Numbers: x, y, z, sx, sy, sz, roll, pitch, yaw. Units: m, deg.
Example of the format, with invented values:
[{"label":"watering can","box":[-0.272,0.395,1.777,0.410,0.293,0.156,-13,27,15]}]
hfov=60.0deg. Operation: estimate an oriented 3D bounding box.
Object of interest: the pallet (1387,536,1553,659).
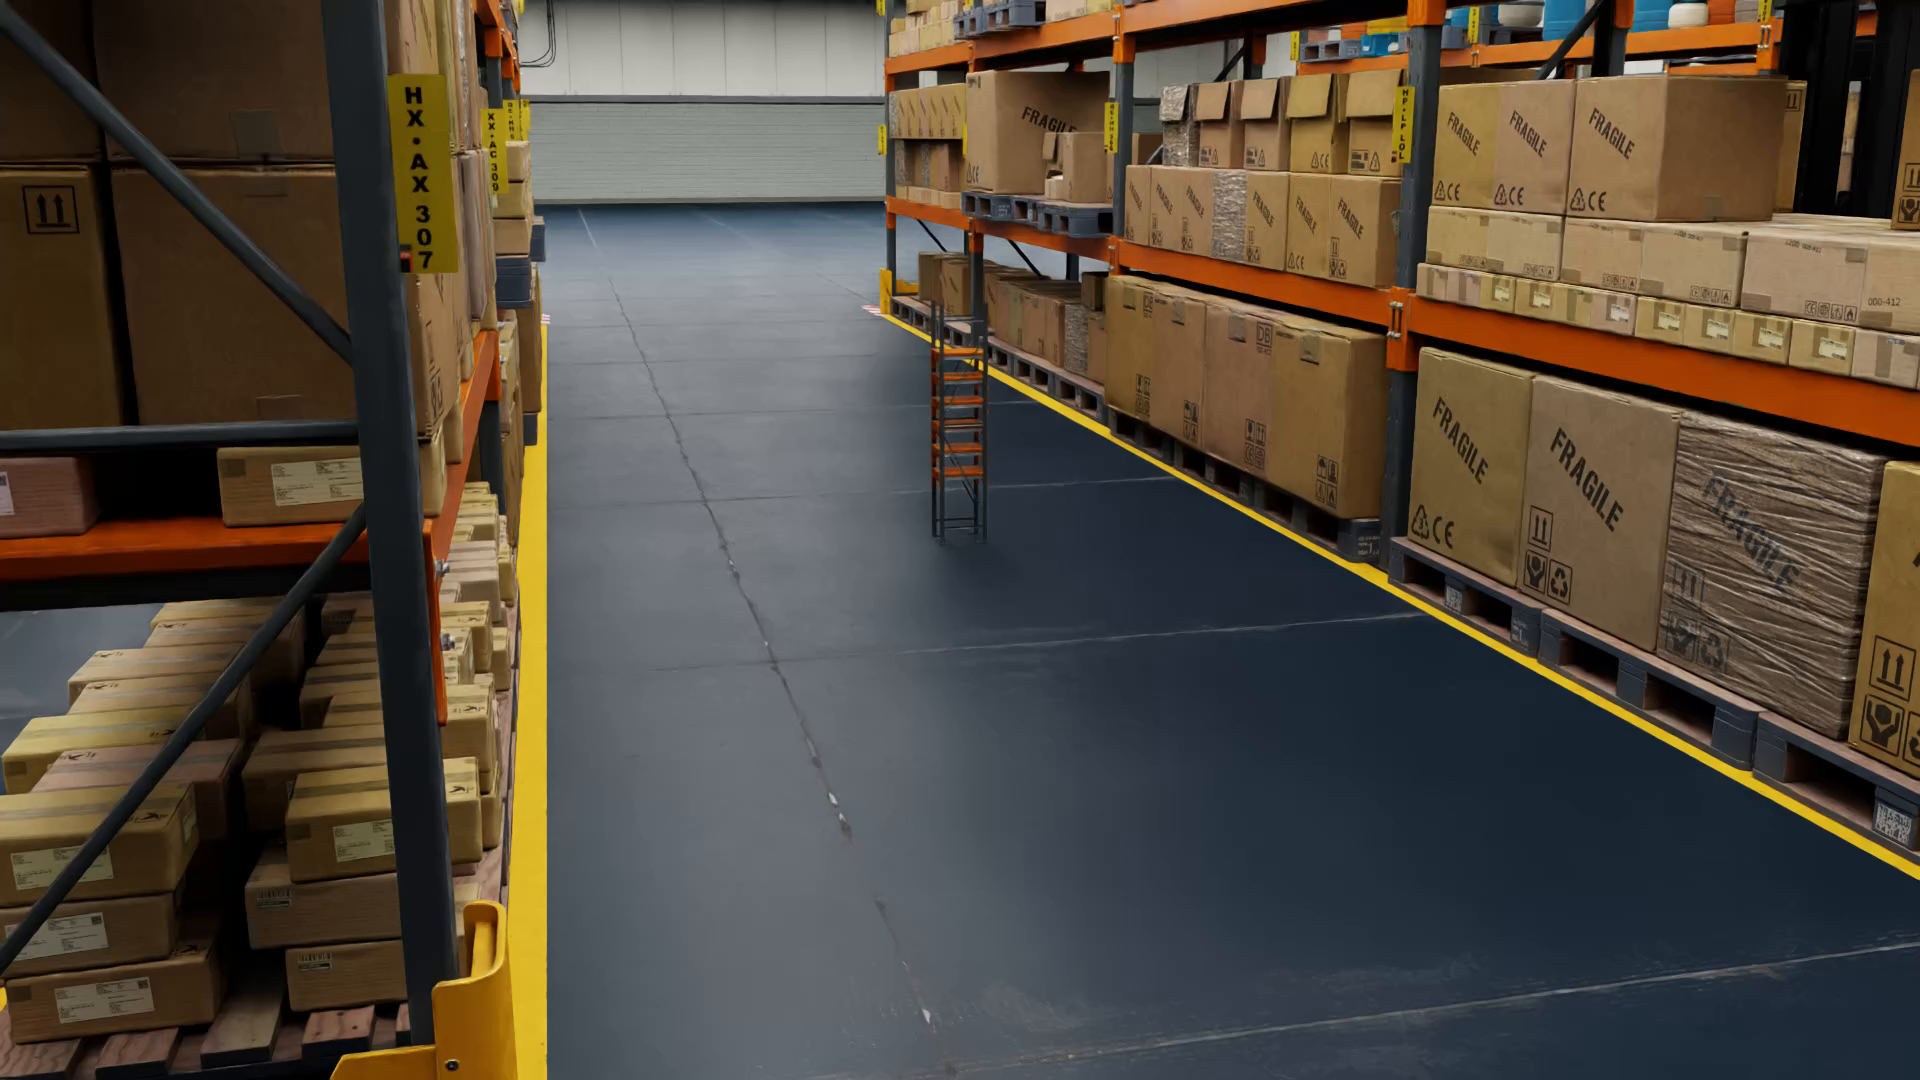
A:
[{"label":"pallet","box":[2.579,0.199,7.170,1.003,0.211,1.213,-3,14,-13]}]

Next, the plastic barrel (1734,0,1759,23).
[{"label":"plastic barrel","box":[6.369,-4.437,12.891,0.600,0.901,0.600,0,14,0]}]

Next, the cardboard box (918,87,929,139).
[{"label":"cardboard box","box":[-0.125,-4.295,16.742,0.500,0.500,0.500,-3,14,-13]}]

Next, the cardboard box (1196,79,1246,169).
[{"label":"cardboard box","box":[1.843,-2.474,9.911,0.797,0.503,0.637,-3,14,-12]}]

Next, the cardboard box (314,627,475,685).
[{"label":"cardboard box","box":[-1.533,0.353,4.531,0.380,0.149,0.250,-3,14,-11]}]

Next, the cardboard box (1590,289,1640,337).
[{"label":"cardboard box","box":[2.527,-0.828,6.026,0.380,0.149,0.250,-3,14,-13]}]

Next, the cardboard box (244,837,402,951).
[{"label":"cardboard box","box":[-1.303,0.741,3.568,0.380,0.149,0.250,-3,14,-11]}]

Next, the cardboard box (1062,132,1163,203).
[{"label":"cardboard box","box":[1.143,-2.757,12.295,0.700,0.500,0.500,-1,14,-5]}]

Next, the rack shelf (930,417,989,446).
[{"label":"rack shelf","box":[-0.003,-0.543,8.309,0.258,0.103,0.180,-3,14,-13]}]

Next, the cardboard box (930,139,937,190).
[{"label":"cardboard box","box":[0.176,-3.826,16.931,0.875,0.500,0.500,-3,14,-13]}]

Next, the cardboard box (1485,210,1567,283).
[{"label":"cardboard box","box":[2.444,-1.170,6.583,0.500,0.250,0.500,-3,14,-13]}]

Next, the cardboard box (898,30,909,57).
[{"label":"cardboard box","box":[-0.353,-5.244,17.568,0.500,0.250,0.500,-4,14,-14]}]

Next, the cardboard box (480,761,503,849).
[{"label":"cardboard box","box":[-1.401,0.704,4.346,0.380,0.149,0.250,-3,14,-12]}]

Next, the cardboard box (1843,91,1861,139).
[{"label":"cardboard box","box":[9.997,-4.630,18.114,0.700,0.500,0.500,-3,14,-13]}]

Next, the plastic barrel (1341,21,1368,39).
[{"label":"plastic barrel","box":[4.710,-6.145,19.149,0.600,0.830,0.708,-3,14,-13]}]

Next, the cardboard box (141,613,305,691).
[{"label":"cardboard box","box":[-2.058,0.321,4.661,0.380,0.149,0.250,-4,14,-15]}]

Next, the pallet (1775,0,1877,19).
[{"label":"pallet","box":[6.436,-3.718,11.404,1.003,0.211,1.213,-3,14,-13]}]

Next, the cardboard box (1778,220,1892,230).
[{"label":"cardboard box","box":[3.195,-0.966,5.751,0.500,0.250,0.500,-4,14,-14]}]

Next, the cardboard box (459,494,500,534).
[{"label":"cardboard box","box":[-1.934,-0.067,6.248,0.380,0.149,0.250,-3,14,-12]}]

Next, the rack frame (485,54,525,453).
[{"label":"rack frame","box":[-3.308,-2.005,10.316,1.000,3.000,0.127,-3,14,-13]}]

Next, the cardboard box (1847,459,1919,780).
[{"label":"cardboard box","box":[3.188,0.272,4.586,0.875,0.875,0.875,-3,14,-13]}]

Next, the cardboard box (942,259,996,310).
[{"label":"cardboard box","box":[0.091,-2.667,17.407,0.500,0.500,0.500,-2,14,-8]}]

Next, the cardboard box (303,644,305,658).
[{"label":"cardboard box","box":[-2.256,0.352,5.163,0.380,0.149,0.250,-3,14,-14]}]

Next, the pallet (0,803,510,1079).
[{"label":"pallet","box":[-1.604,0.988,3.939,1.003,0.211,1.213,-3,14,-13]}]

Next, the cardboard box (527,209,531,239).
[{"label":"cardboard box","box":[-2.198,-1.461,7.730,0.380,0.149,0.250,-3,14,-13]}]

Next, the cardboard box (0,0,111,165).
[{"label":"cardboard box","box":[-1.779,-0.930,2.971,0.500,0.500,0.500,-4,14,-14]}]

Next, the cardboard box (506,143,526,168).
[{"label":"cardboard box","box":[-2.200,-1.751,7.666,0.380,0.149,0.250,-3,14,-14]}]

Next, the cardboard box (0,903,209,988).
[{"label":"cardboard box","box":[-1.915,0.857,3.719,0.380,0.149,0.250,-3,14,-11]}]

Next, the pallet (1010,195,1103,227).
[{"label":"pallet","box":[1.032,-2.620,13.234,1.003,0.211,1.213,-3,14,-13]}]

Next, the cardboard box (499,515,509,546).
[{"label":"cardboard box","box":[-1.986,0.009,6.567,0.380,0.149,0.250,-3,14,-12]}]

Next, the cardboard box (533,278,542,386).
[{"label":"cardboard box","box":[-3.572,-1.464,11.953,1.050,0.750,0.750,-3,14,-12]}]

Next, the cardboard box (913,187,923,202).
[{"label":"cardboard box","box":[-0.292,-3.671,17.663,0.380,0.149,0.250,-3,14,-13]}]

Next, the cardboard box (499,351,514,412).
[{"label":"cardboard box","box":[-2.413,-0.745,7.957,0.500,0.250,0.500,-3,14,-12]}]

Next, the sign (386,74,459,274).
[{"label":"sign","box":[-0.902,-0.611,2.783,0.100,0.325,0.005,-3,14,-13]}]

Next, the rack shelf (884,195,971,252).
[{"label":"rack shelf","box":[0.128,-3.293,17.103,1.077,0.370,4.000,-3,14,-13]}]

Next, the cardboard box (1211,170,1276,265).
[{"label":"cardboard box","box":[1.749,-1.828,9.377,0.500,0.500,0.500,-3,14,-13]}]

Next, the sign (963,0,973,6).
[{"label":"sign","box":[0.072,-4.858,14.580,0.100,0.325,0.005,-3,14,-13]}]

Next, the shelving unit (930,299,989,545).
[{"label":"shelving unit","box":[-0.003,-0.586,8.298,0.258,1.200,0.189,-3,14,-13]}]

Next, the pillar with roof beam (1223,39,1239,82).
[{"label":"pillar with roof beam","box":[3.877,-14.414,48.466,9.100,9.000,0.400,-3,14,-13]}]

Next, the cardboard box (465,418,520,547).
[{"label":"cardboard box","box":[-2.285,-0.258,7.544,0.500,0.500,0.500,-3,14,-11]}]

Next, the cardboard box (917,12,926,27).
[{"label":"cardboard box","box":[-0.230,-5.304,16.972,0.380,0.149,0.250,-4,14,-16]}]

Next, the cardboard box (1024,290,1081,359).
[{"label":"cardboard box","box":[0.946,-1.798,13.806,0.700,0.500,0.500,-5,14,-18]}]

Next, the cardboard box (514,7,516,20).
[{"label":"cardboard box","box":[-4.422,-5.029,15.805,0.380,0.149,0.250,-3,14,-12]}]

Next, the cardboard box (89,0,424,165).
[{"label":"cardboard box","box":[-1.277,-0.957,3.080,0.500,0.500,0.500,-3,14,-14]}]

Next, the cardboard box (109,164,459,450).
[{"label":"cardboard box","box":[-1.266,-0.472,3.201,0.500,0.500,0.500,-3,14,-11]}]

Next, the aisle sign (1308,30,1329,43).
[{"label":"aisle sign","box":[4.171,-5.643,19.728,0.394,0.787,0.004,-3,14,-13]}]

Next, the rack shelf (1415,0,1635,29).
[{"label":"rack shelf","box":[2.946,-1.982,5.416,1.077,0.370,4.000,-3,14,-13]}]

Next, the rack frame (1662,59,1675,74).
[{"label":"rack frame","box":[9.288,-4.655,21.162,1.000,3.000,0.127,-3,14,-13]}]

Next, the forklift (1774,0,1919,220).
[{"label":"forklift","box":[5.273,-1.676,9.111,3.031,2.935,1.130,-3,14,-11]}]

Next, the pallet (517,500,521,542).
[{"label":"pallet","box":[-2.843,-0.190,8.759,1.003,0.211,1.213,-3,14,-13]}]

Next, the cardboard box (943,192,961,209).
[{"label":"cardboard box","box":[0.044,-3.263,15.993,0.380,0.149,0.250,-3,14,-13]}]

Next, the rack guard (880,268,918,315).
[{"label":"rack guard","box":[-0.324,-2.872,19.131,1.175,0.500,0.348,-3,14,-13]}]

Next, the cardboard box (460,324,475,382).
[{"label":"cardboard box","box":[-1.637,-0.551,4.892,0.380,0.149,0.250,-3,14,-12]}]

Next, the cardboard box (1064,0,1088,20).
[{"label":"cardboard box","box":[1.057,-3.853,11.872,0.500,0.250,0.500,-3,14,-13]}]
